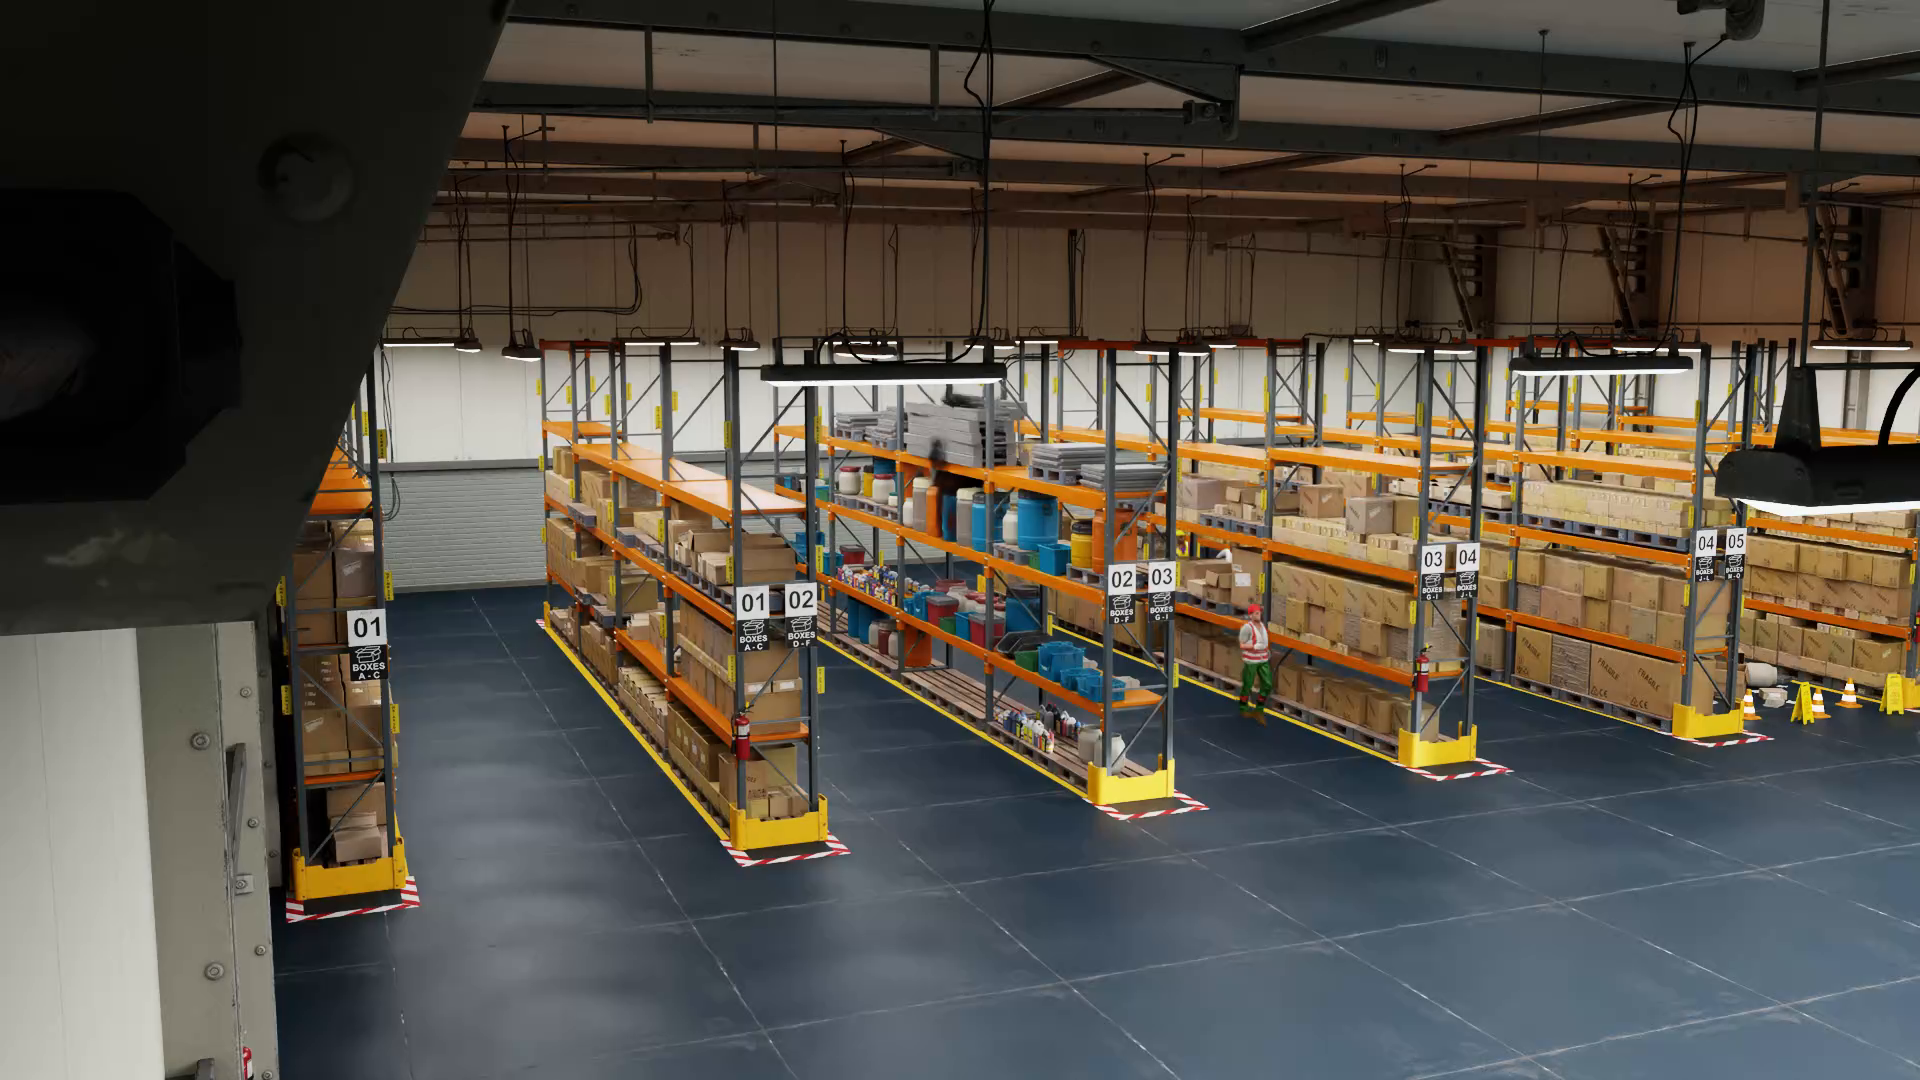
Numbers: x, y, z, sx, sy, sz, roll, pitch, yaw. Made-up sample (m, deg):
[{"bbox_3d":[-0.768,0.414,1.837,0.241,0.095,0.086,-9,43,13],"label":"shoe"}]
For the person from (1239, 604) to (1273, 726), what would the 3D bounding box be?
[{"bbox_3d":[4.522,1.901,25.243,0.635,1.865,0.670,-4,9,-29],"label":"person"}]

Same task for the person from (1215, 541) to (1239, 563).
[{"bbox_3d":[5.853,0.827,35.614,0.645,1.799,1.146,-3,8,-24],"label":"person"}]

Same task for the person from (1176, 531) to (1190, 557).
[{"bbox_3d":[4.965,0.648,37.215,0.711,1.723,0.647,-2,8,-12],"label":"person"}]
